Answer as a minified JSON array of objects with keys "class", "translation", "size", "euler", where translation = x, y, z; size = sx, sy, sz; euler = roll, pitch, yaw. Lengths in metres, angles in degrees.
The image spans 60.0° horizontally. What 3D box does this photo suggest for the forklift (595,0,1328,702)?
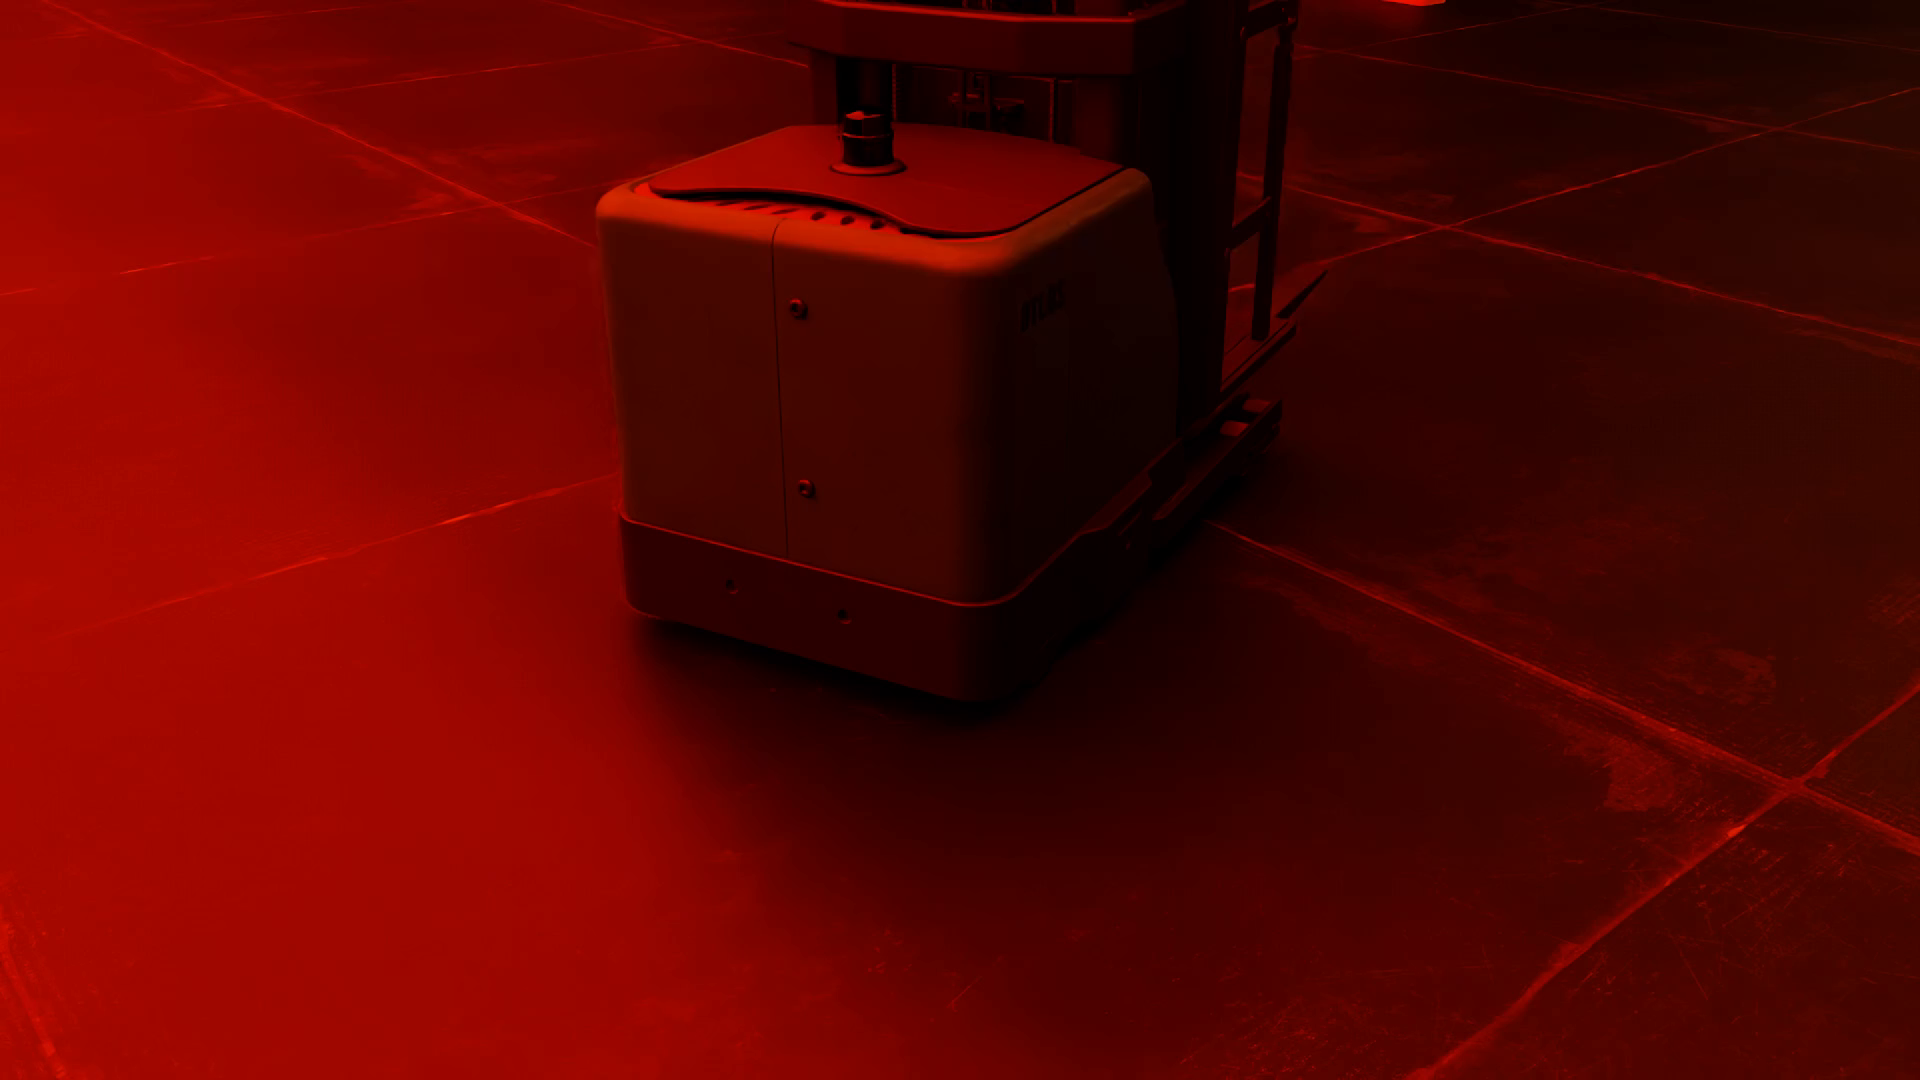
[{"class":"forklift","translation":[0.320,-1.581,4.391],"size":[1.130,2.935,3.031],"euler":[13,29,25]}]
